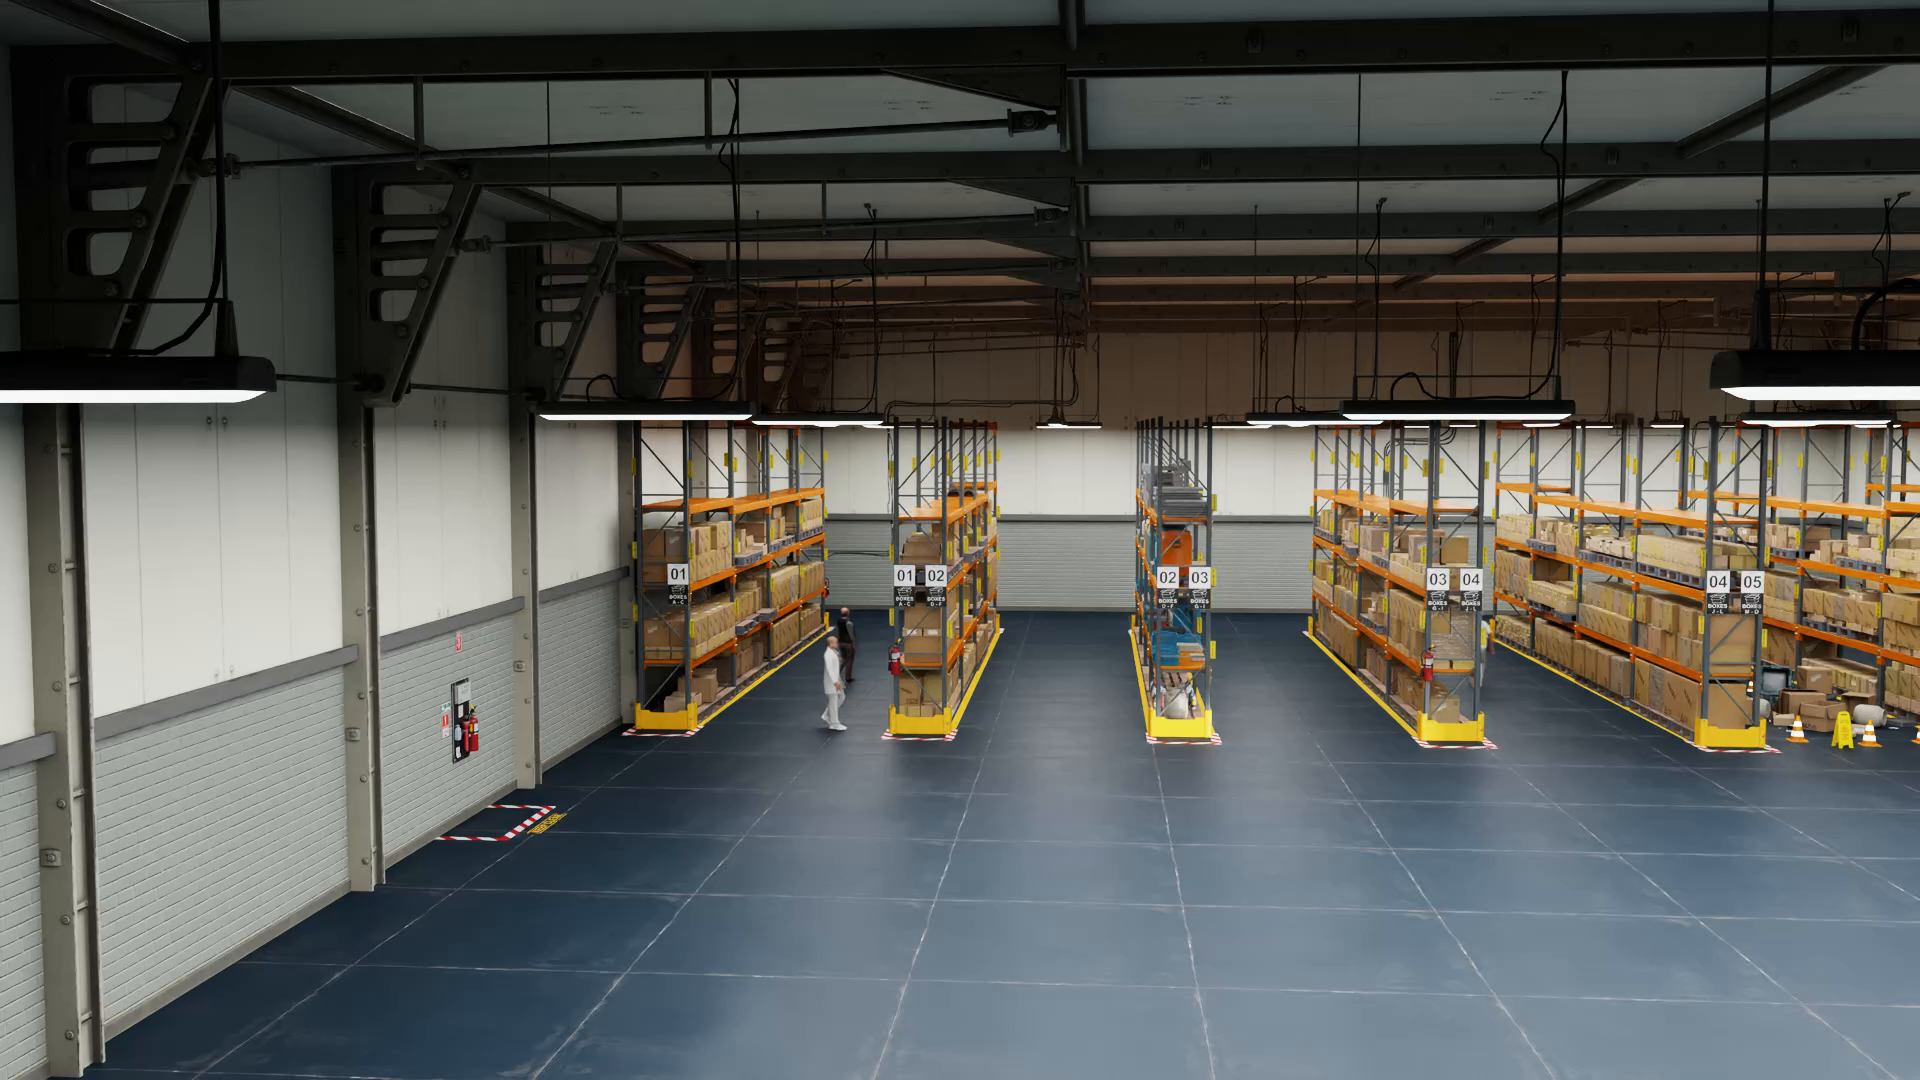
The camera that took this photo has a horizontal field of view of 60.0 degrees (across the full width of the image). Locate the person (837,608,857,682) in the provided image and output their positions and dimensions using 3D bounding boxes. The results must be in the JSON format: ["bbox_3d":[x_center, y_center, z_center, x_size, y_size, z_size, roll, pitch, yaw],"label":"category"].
[{"bbox_3d":[-2.605,2.385,37.822,0.549,1.704,0.524,3,5,40],"label":"person"}]

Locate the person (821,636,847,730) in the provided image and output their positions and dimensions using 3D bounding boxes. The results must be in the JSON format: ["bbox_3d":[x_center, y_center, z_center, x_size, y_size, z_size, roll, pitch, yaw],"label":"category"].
[{"bbox_3d":[-2.419,2.743,32.044,0.571,1.795,0.742,0,4,7],"label":"person"}]

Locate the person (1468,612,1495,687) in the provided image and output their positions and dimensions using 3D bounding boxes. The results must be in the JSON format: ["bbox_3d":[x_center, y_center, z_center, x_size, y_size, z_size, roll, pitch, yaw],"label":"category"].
[{"bbox_3d":[11.588,2.471,37.268,0.699,1.853,0.550,2,4,32],"label":"person"}]
